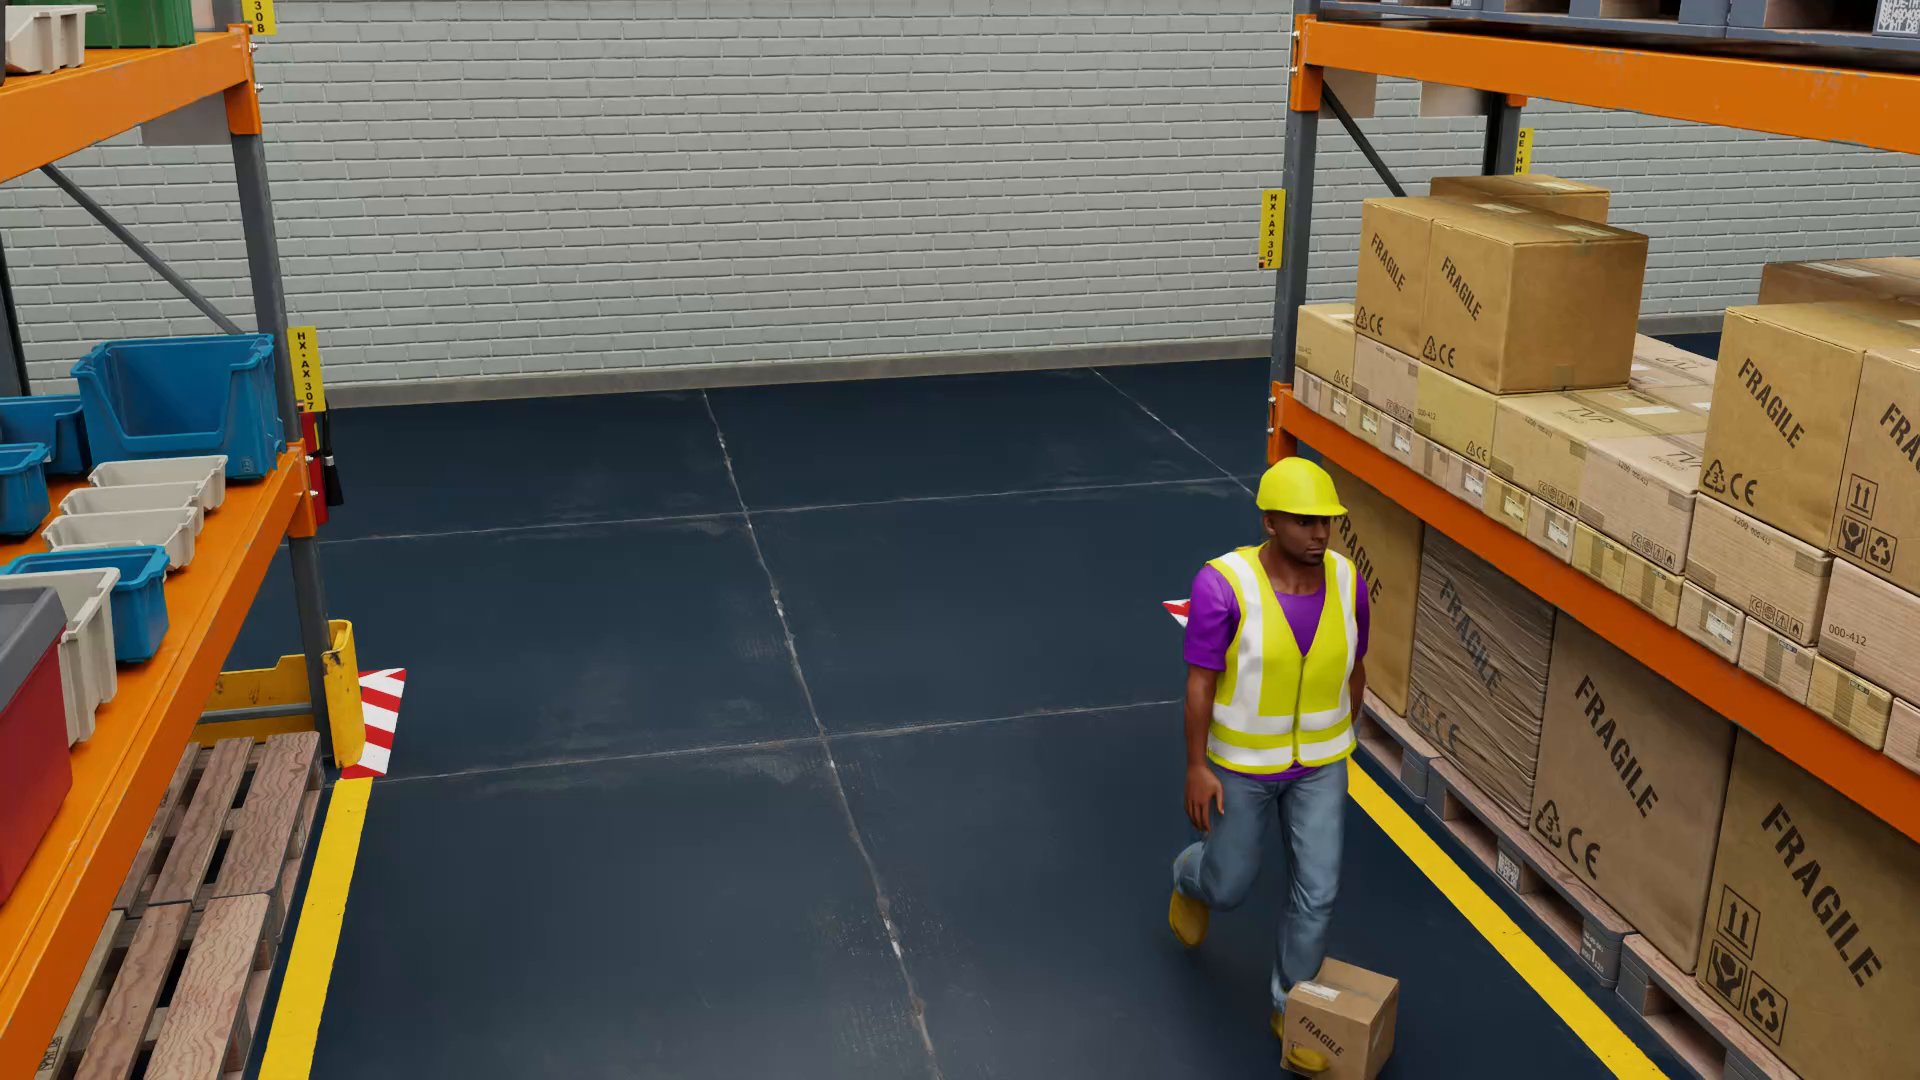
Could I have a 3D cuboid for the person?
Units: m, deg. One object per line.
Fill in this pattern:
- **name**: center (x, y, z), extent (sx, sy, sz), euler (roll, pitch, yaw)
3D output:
- **person**: center (0.896, 0.596, 4.808), extent (0.568, 1.743, 0.813), euler (-3, 20, -7)
